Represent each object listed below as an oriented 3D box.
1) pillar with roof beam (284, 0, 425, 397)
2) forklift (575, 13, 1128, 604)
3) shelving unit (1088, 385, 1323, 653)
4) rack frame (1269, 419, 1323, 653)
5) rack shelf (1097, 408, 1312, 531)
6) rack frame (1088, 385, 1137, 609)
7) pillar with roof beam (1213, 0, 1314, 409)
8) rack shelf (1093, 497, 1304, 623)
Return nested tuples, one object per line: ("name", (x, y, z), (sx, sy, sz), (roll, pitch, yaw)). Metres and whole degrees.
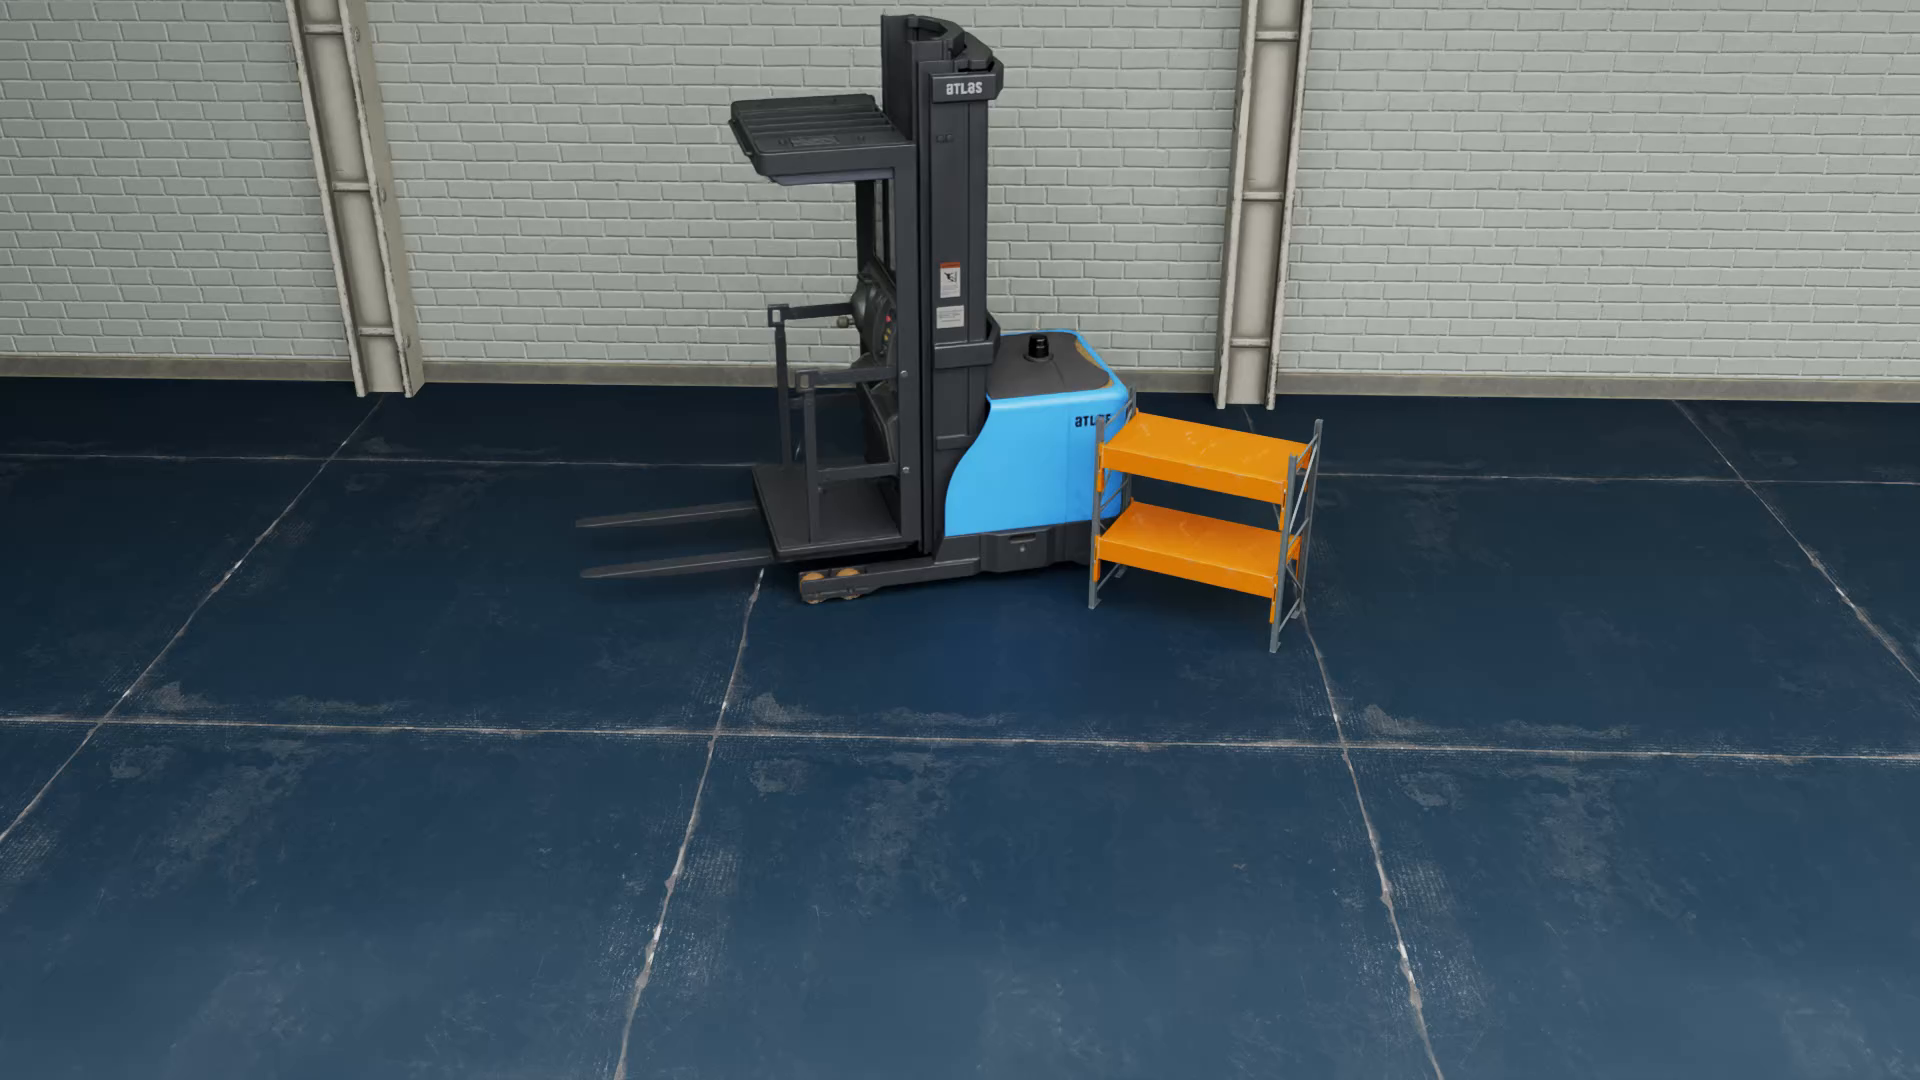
("pillar with roof beam", (-4.176, -3.036, 5.869), (0.400, 9.000, 9.100), (1, 28, 2))
("forklift", (-0.644, -1.220, 8.923), (3.031, 2.935, 1.130), (-7, 29, -12))
("shelving unit", (1.278, -0.122, 8.779), (1.048, 1.125, 0.538), (13, 31, 23))
("rack frame", (1.733, -0.016, 8.579), (0.032, 1.125, 0.500), (13, 31, 23))
("rack shelf", (1.278, -0.381, 8.642), (1.000, 0.278, 0.538), (13, 31, 23))
("rack frame", (0.823, -0.228, 8.979), (0.032, 1.125, 0.500), (13, 31, 23))
("pillar with roof beam", (1.820, -2.937, 5.682), (0.400, 9.000, 9.100), (1, 28, 2))
("rack shelf", (1.278, 0.094, 8.894), (1.000, 0.278, 0.538), (13, 31, 23))
